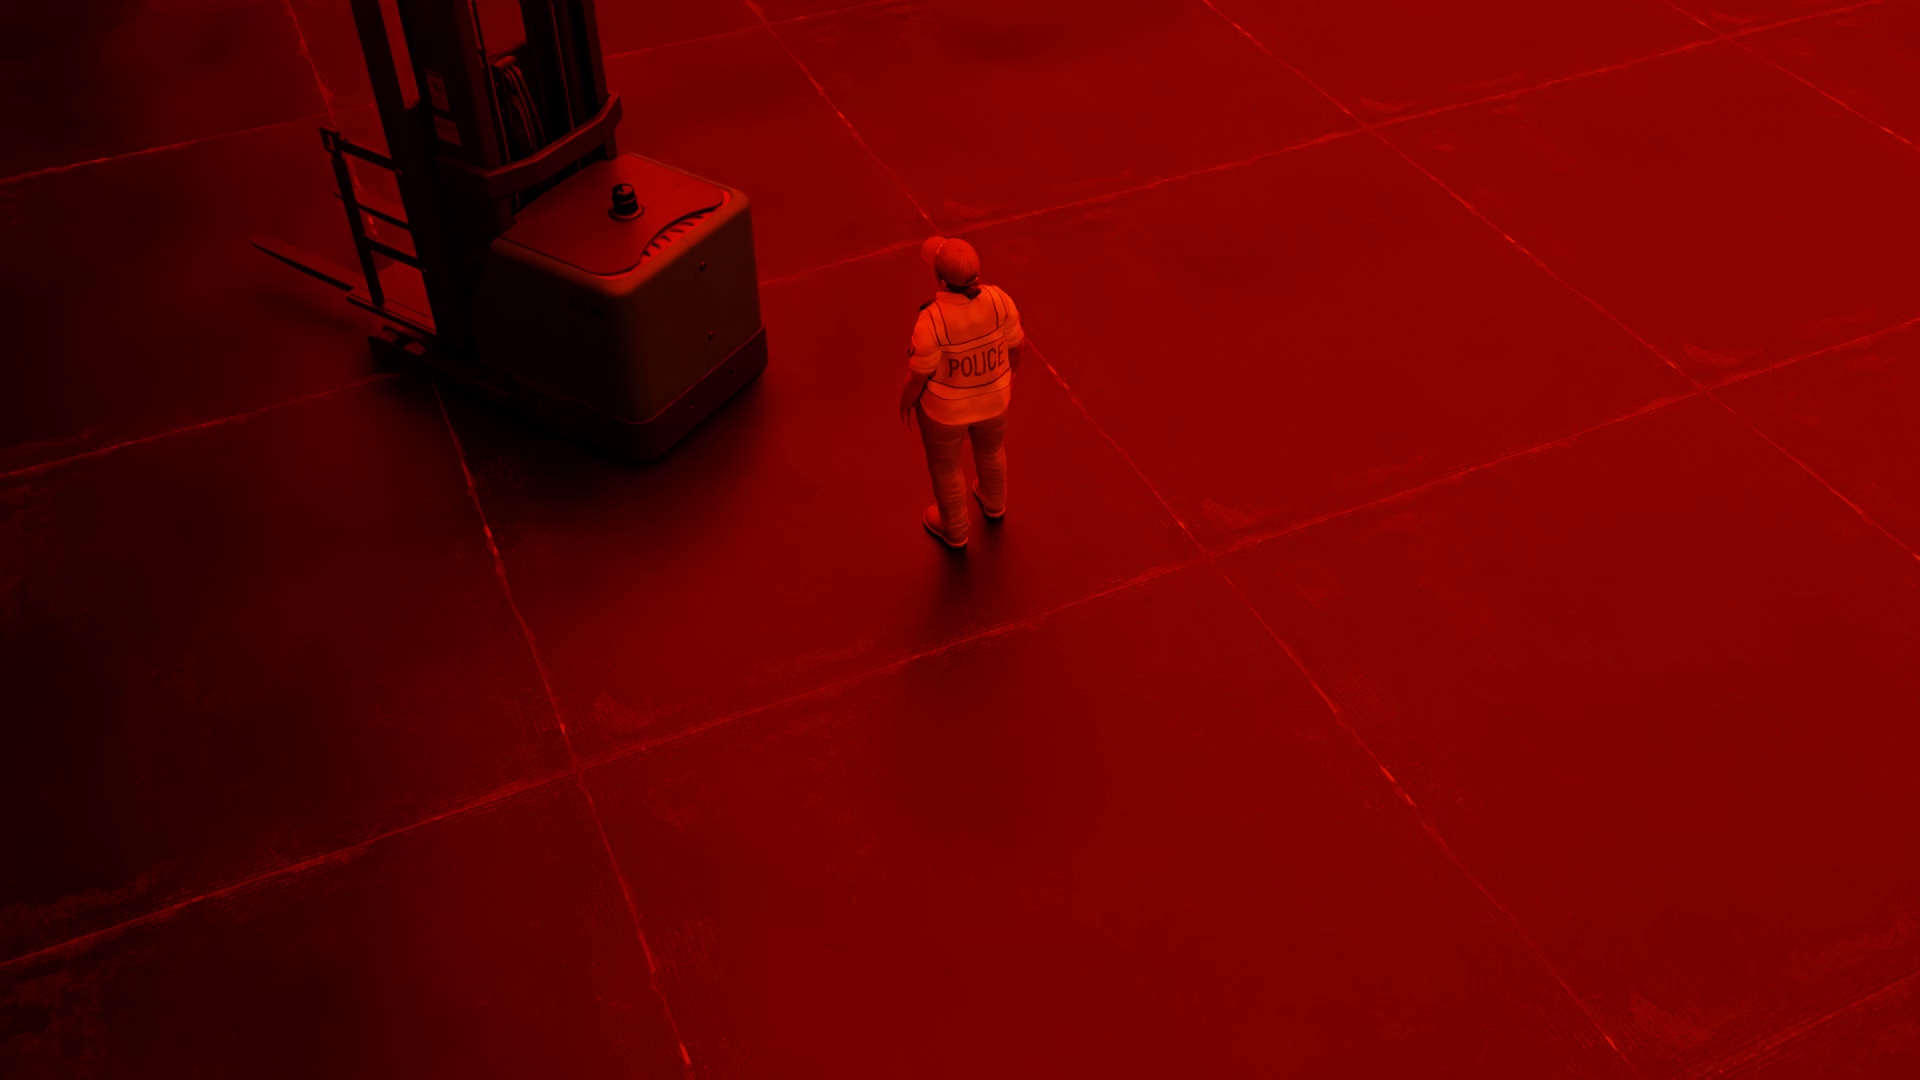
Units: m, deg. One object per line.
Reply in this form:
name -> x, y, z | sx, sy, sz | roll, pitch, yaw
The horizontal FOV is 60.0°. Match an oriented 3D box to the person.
person -> -0.011, -0.668, 7.313 | 0.598, 1.670, 0.529 | -18, 46, -18

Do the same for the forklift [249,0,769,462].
forklift -> -2.523, -2.228, 8.067 | 3.031, 2.935, 1.130 | 23, 48, 23
